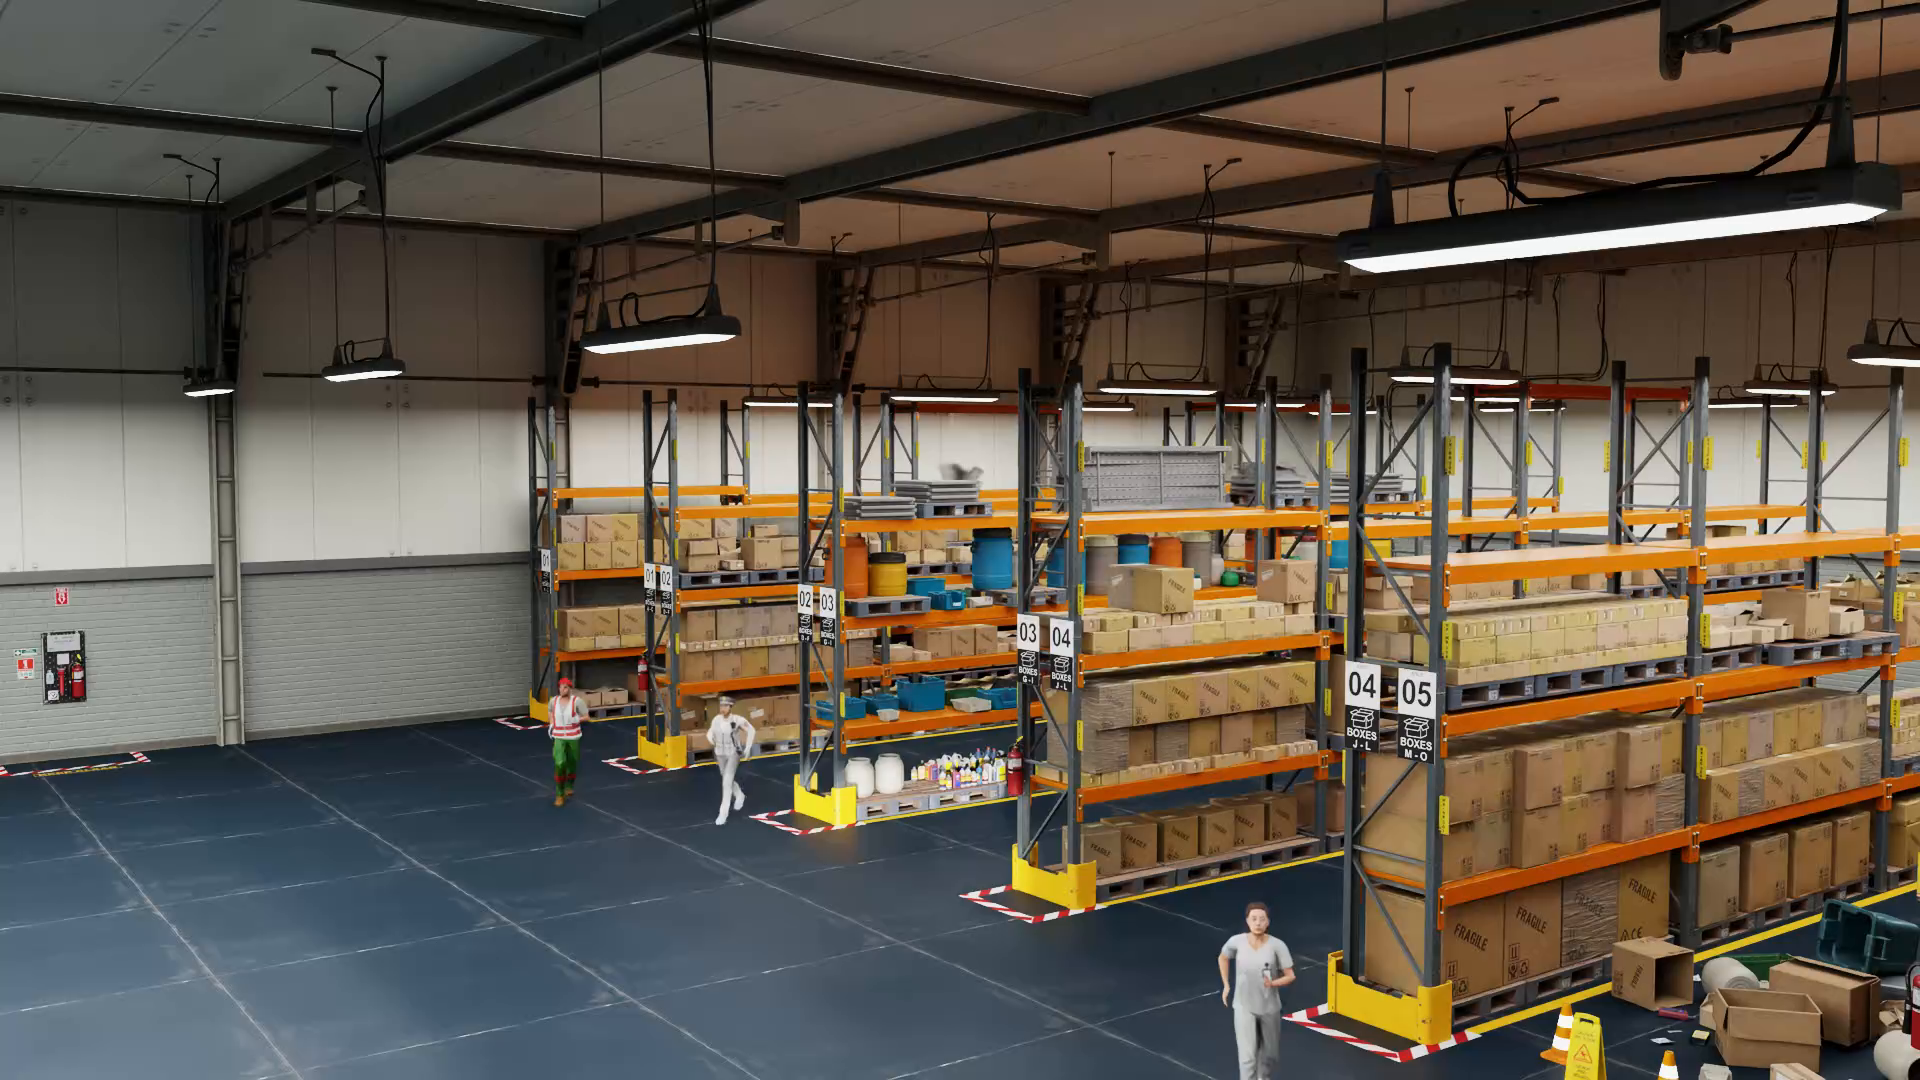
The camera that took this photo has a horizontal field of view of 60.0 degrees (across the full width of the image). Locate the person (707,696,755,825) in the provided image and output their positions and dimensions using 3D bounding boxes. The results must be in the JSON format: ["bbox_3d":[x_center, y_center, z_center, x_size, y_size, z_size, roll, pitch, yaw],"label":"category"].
[{"bbox_3d":[-3.171,2.974,22.848,0.644,1.707,0.907,1,4,21],"label":"person"}]

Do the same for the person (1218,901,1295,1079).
[{"bbox_3d":[2.248,3.560,12.618,0.569,1.648,0.968,0,3,8],"label":"person"}]

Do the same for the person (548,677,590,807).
[{"bbox_3d":[-5.609,2.880,23.797,0.615,1.850,0.775,0,3,-7],"label":"person"}]
